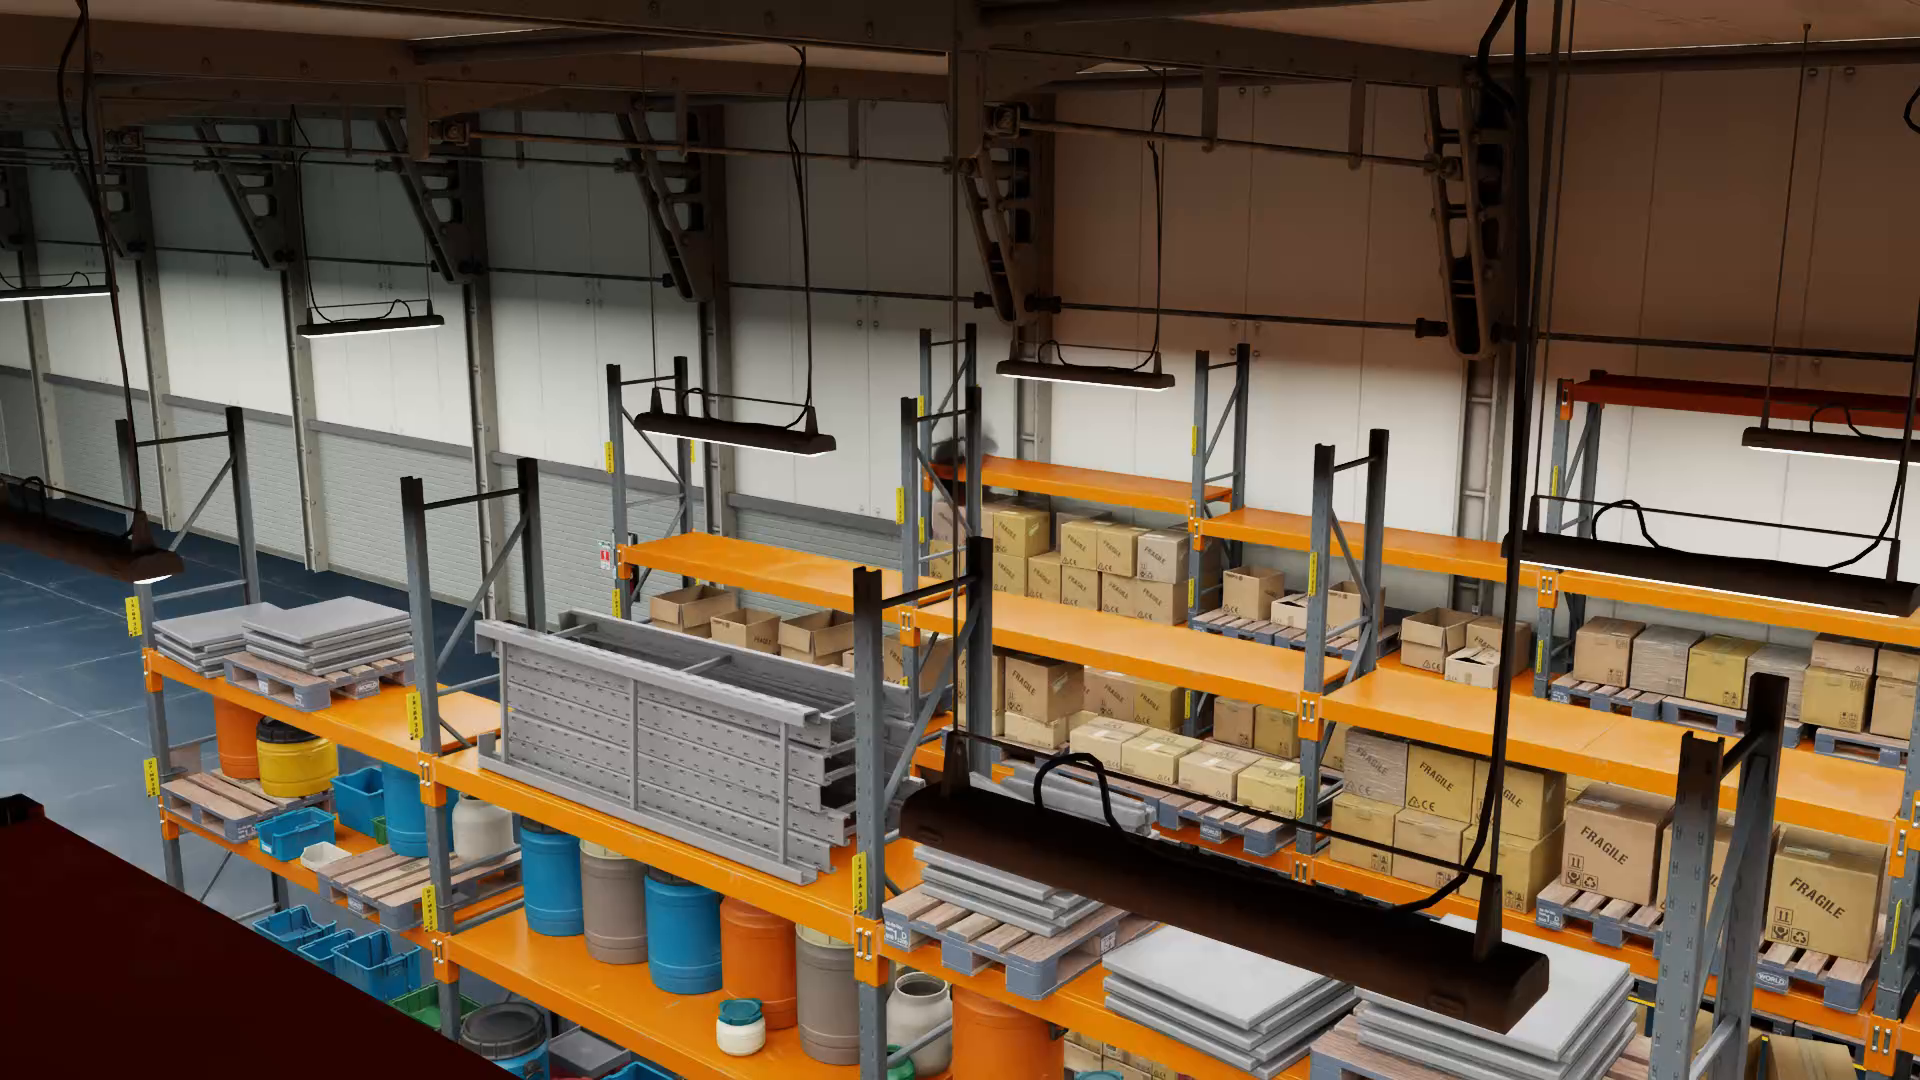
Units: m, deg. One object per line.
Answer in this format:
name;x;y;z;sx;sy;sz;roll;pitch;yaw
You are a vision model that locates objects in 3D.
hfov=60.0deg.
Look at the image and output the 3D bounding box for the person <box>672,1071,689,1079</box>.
person;-2.242;4.148;14.087;0.528;1.653;0.589;9;15;35
